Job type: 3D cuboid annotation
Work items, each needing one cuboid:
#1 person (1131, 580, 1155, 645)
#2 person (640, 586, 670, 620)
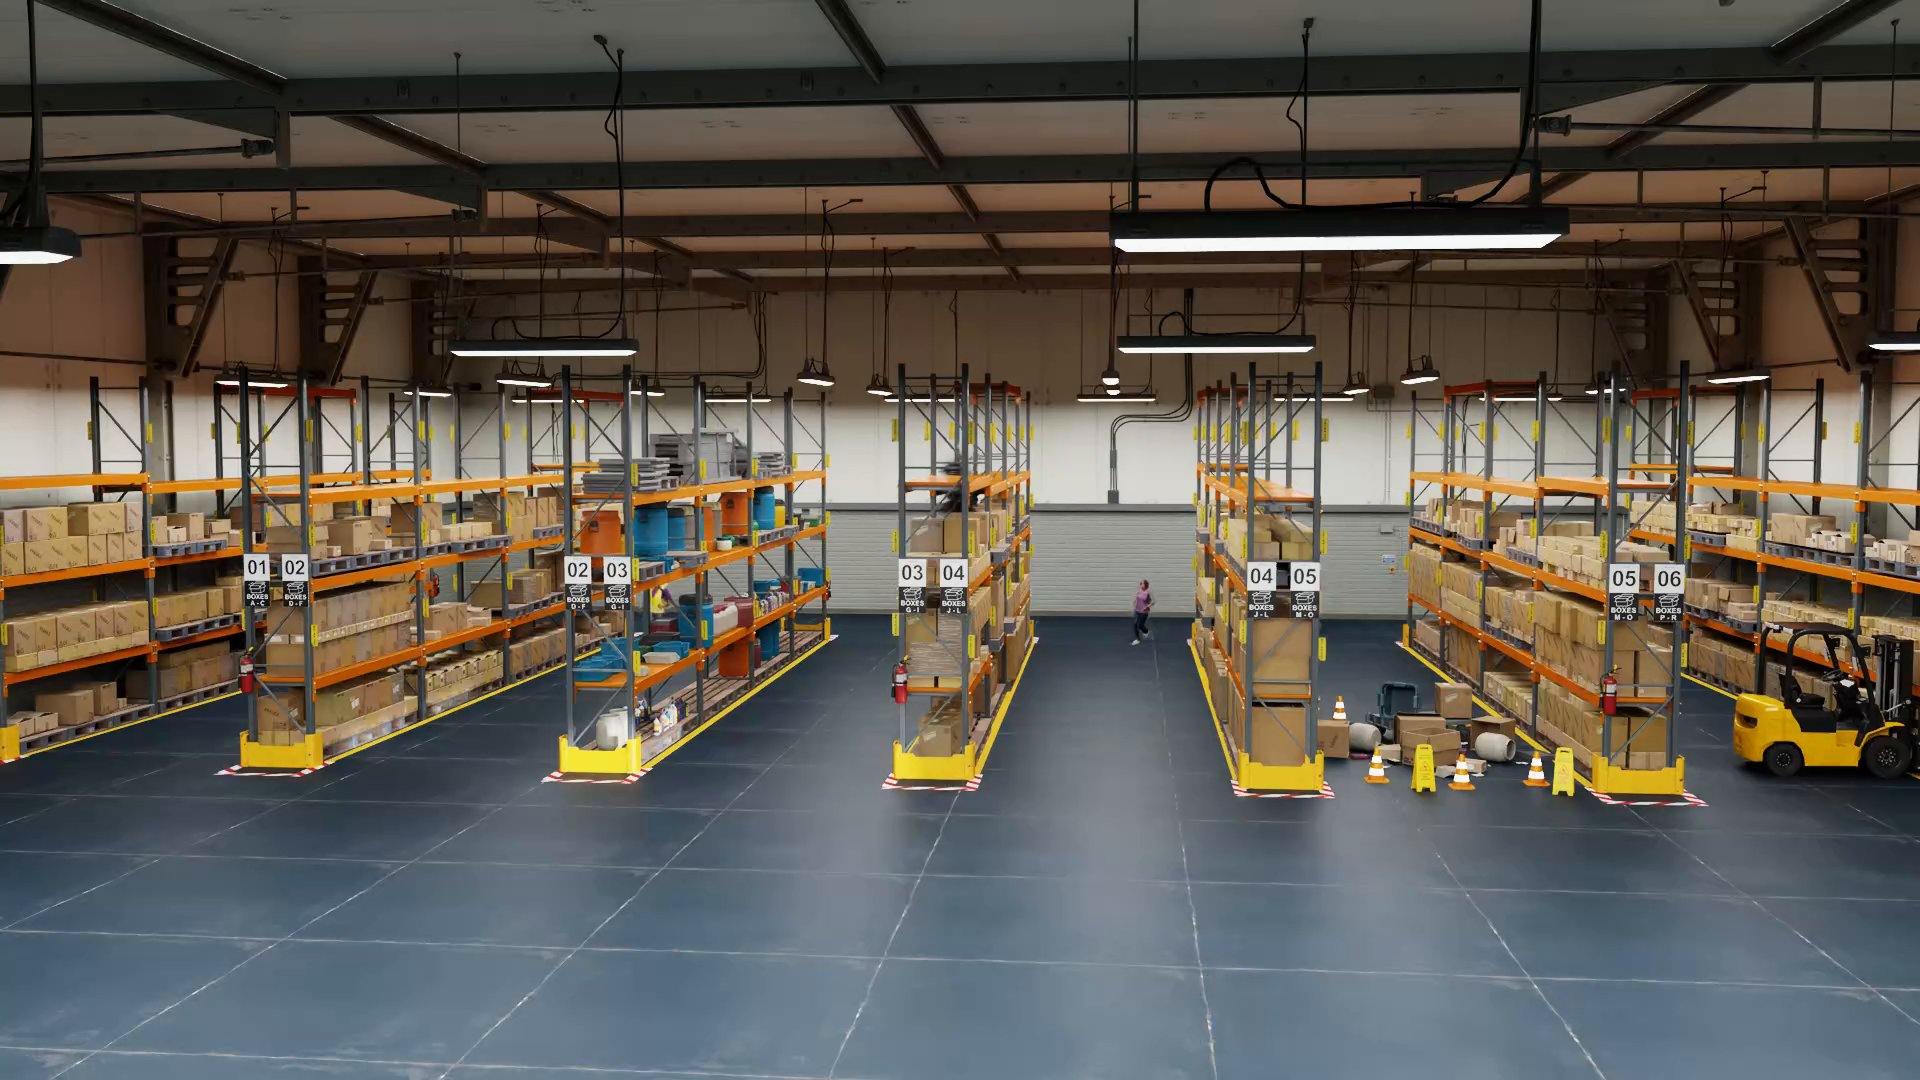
[{"bbox_3d":[4.365,1.709,39.519,0.564,1.549,0.598,3,5,39],"label":"person"},{"bbox_3d":[-7.017,1.686,38.236,0.712,1.733,0.796,0,4,3],"label":"person"}]
